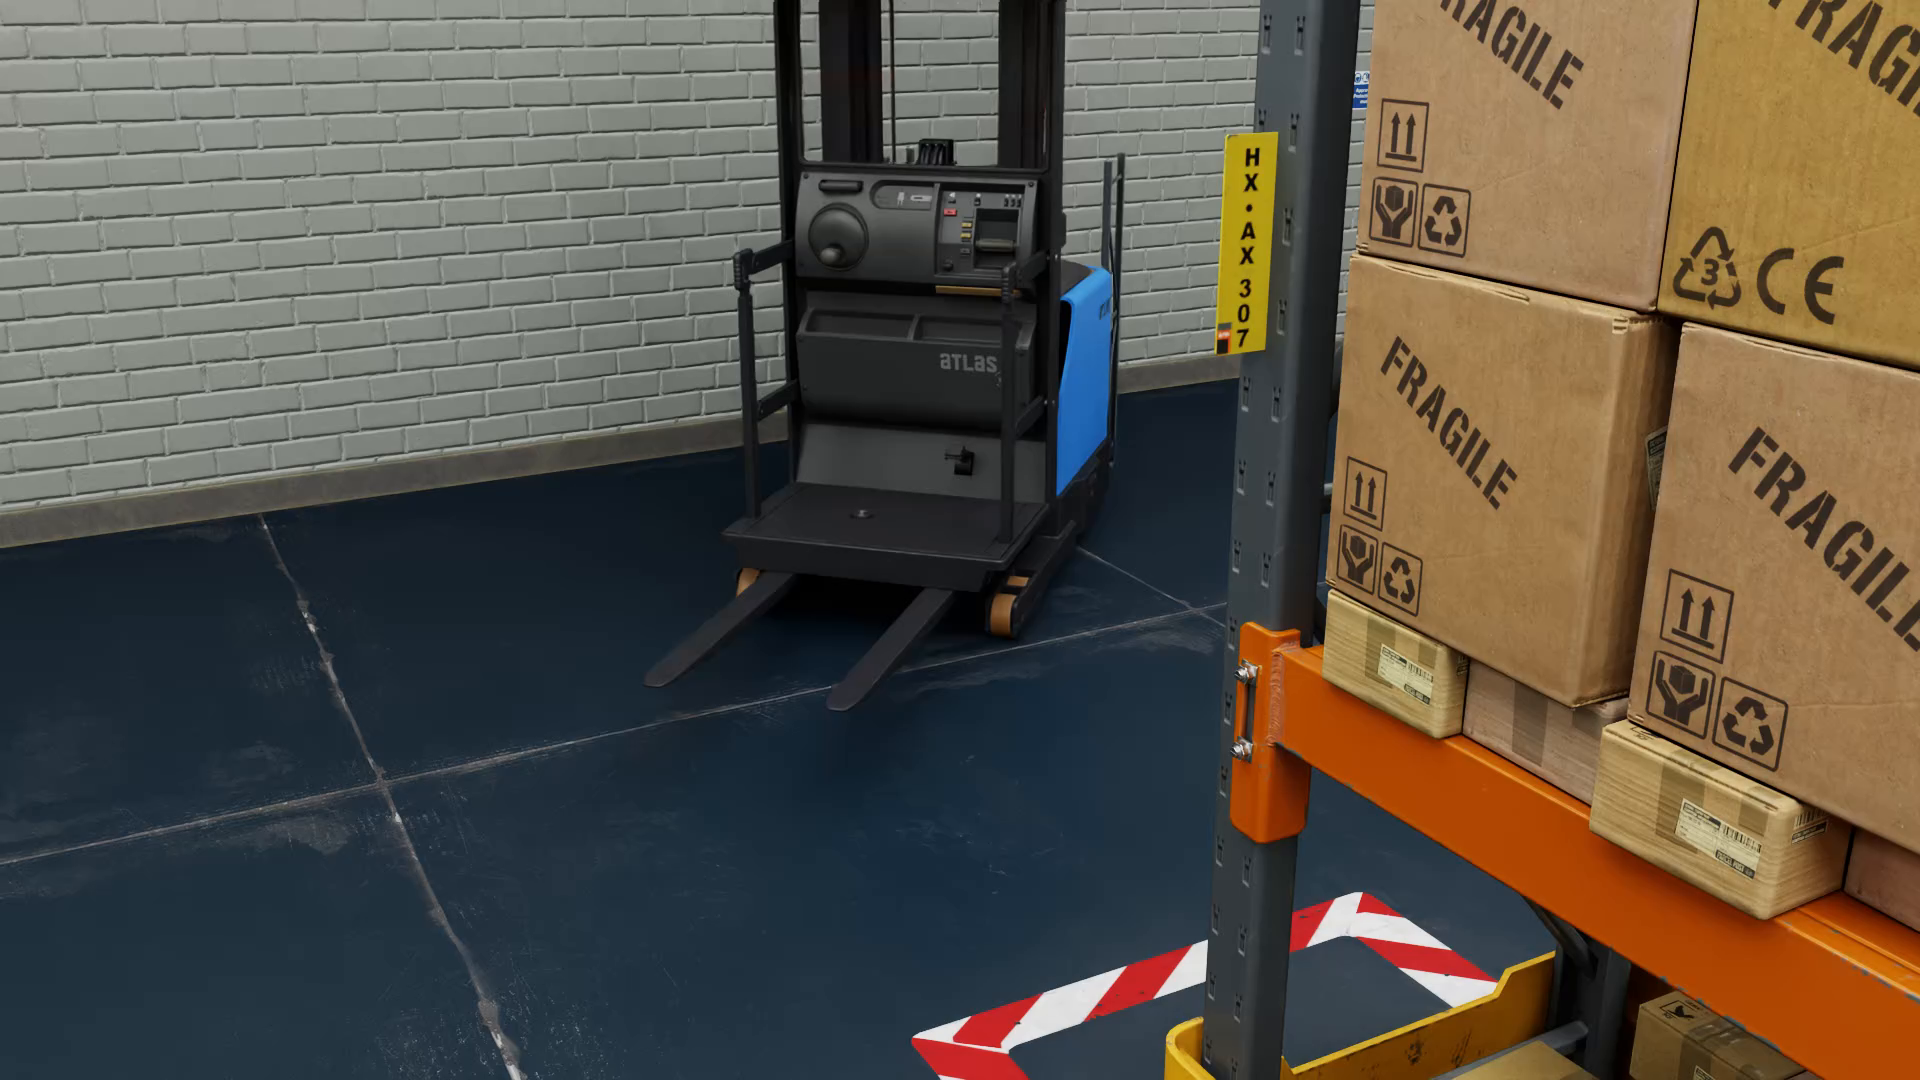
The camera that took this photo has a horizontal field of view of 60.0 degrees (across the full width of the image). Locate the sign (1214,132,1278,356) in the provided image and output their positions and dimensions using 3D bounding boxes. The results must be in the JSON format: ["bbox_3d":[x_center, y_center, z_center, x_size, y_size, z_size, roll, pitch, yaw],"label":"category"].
[{"bbox_3d":[0.429,-0.440,2.480,0.100,0.325,0.005,-10,21,-27],"label":"sign"}]

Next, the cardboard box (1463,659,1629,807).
[{"bbox_3d":[0.929,0.215,2.296,0.380,0.149,0.250,-9,21,-25],"label":"cardboard box"}]

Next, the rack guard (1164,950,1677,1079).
[{"bbox_3d":[0.943,1.089,3.209,1.175,0.500,0.348,-10,21,-27],"label":"rack guard"}]

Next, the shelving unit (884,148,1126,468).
[{"bbox_3d":[0.206,-1.063,7.896,1.048,1.500,0.538,4,18,12],"label":"shelving unit"}]

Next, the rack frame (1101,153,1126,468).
[{"bbox_3d":[0.702,-1.027,7.790,0.032,1.500,0.500,4,18,12],"label":"rack frame"}]

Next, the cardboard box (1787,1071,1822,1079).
[{"bbox_3d":[1.450,0.947,2.603,0.380,0.149,0.250,-10,21,-26],"label":"cardboard box"}]

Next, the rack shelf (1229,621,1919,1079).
[{"bbox_3d":[1.856,0.800,1.318,1.077,0.370,4.000,-10,21,-27],"label":"rack shelf"}]

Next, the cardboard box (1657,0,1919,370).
[{"bbox_3d":[1.131,-0.461,1.727,0.500,0.500,0.500,-9,21,-25],"label":"cardboard box"}]

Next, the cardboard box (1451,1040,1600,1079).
[{"bbox_3d":[0.856,0.956,2.576,0.380,0.149,0.250,-11,22,-29],"label":"cardboard box"}]

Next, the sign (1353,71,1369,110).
[{"bbox_3d":[2.445,-2.663,9.837,0.327,0.218,0.001,-10,21,-27],"label":"sign"}]

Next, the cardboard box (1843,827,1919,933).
[{"bbox_3d":[1.254,0.353,1.894,0.380,0.149,0.250,-9,21,-24],"label":"cardboard box"}]

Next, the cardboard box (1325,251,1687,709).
[{"bbox_3d":[0.877,-0.131,2.303,0.500,0.500,0.500,-9,21,-24],"label":"cardboard box"}]

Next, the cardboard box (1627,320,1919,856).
[{"bbox_3d":[1.153,0.019,1.869,0.500,0.500,0.500,-10,21,-27],"label":"cardboard box"}]

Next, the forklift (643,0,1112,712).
[{"bbox_3d":[-0.228,-1.169,6.026,1.130,2.935,3.031,6,20,16],"label":"forklift"}]

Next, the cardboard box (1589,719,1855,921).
[{"bbox_3d":[1.010,0.300,2.048,0.380,0.149,0.250,-11,22,-28],"label":"cardboard box"}]

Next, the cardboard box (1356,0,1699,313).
[{"bbox_3d":[0.886,-0.605,2.144,0.500,0.500,0.500,-10,21,-27],"label":"cardboard box"}]

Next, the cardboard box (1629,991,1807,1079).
[{"bbox_3d":[1.381,0.866,2.838,0.380,0.149,0.250,-10,21,-26],"label":"cardboard box"}]

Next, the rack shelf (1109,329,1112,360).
[{"bbox_3d":[0.205,-0.892,7.951,1.000,0.185,0.538,4,18,12],"label":"rack shelf"}]

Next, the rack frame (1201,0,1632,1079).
[{"bbox_3d":[0.904,-0.114,2.863,0.949,2.616,0.053,-10,21,-27],"label":"rack frame"}]

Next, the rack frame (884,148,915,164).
[{"bbox_3d":[-0.290,-1.100,8.001,0.032,1.500,0.500,4,18,12],"label":"rack frame"}]

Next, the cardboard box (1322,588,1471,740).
[{"bbox_3d":[0.772,0.148,2.489,0.380,0.149,0.250,-10,21,-27],"label":"cardboard box"}]
